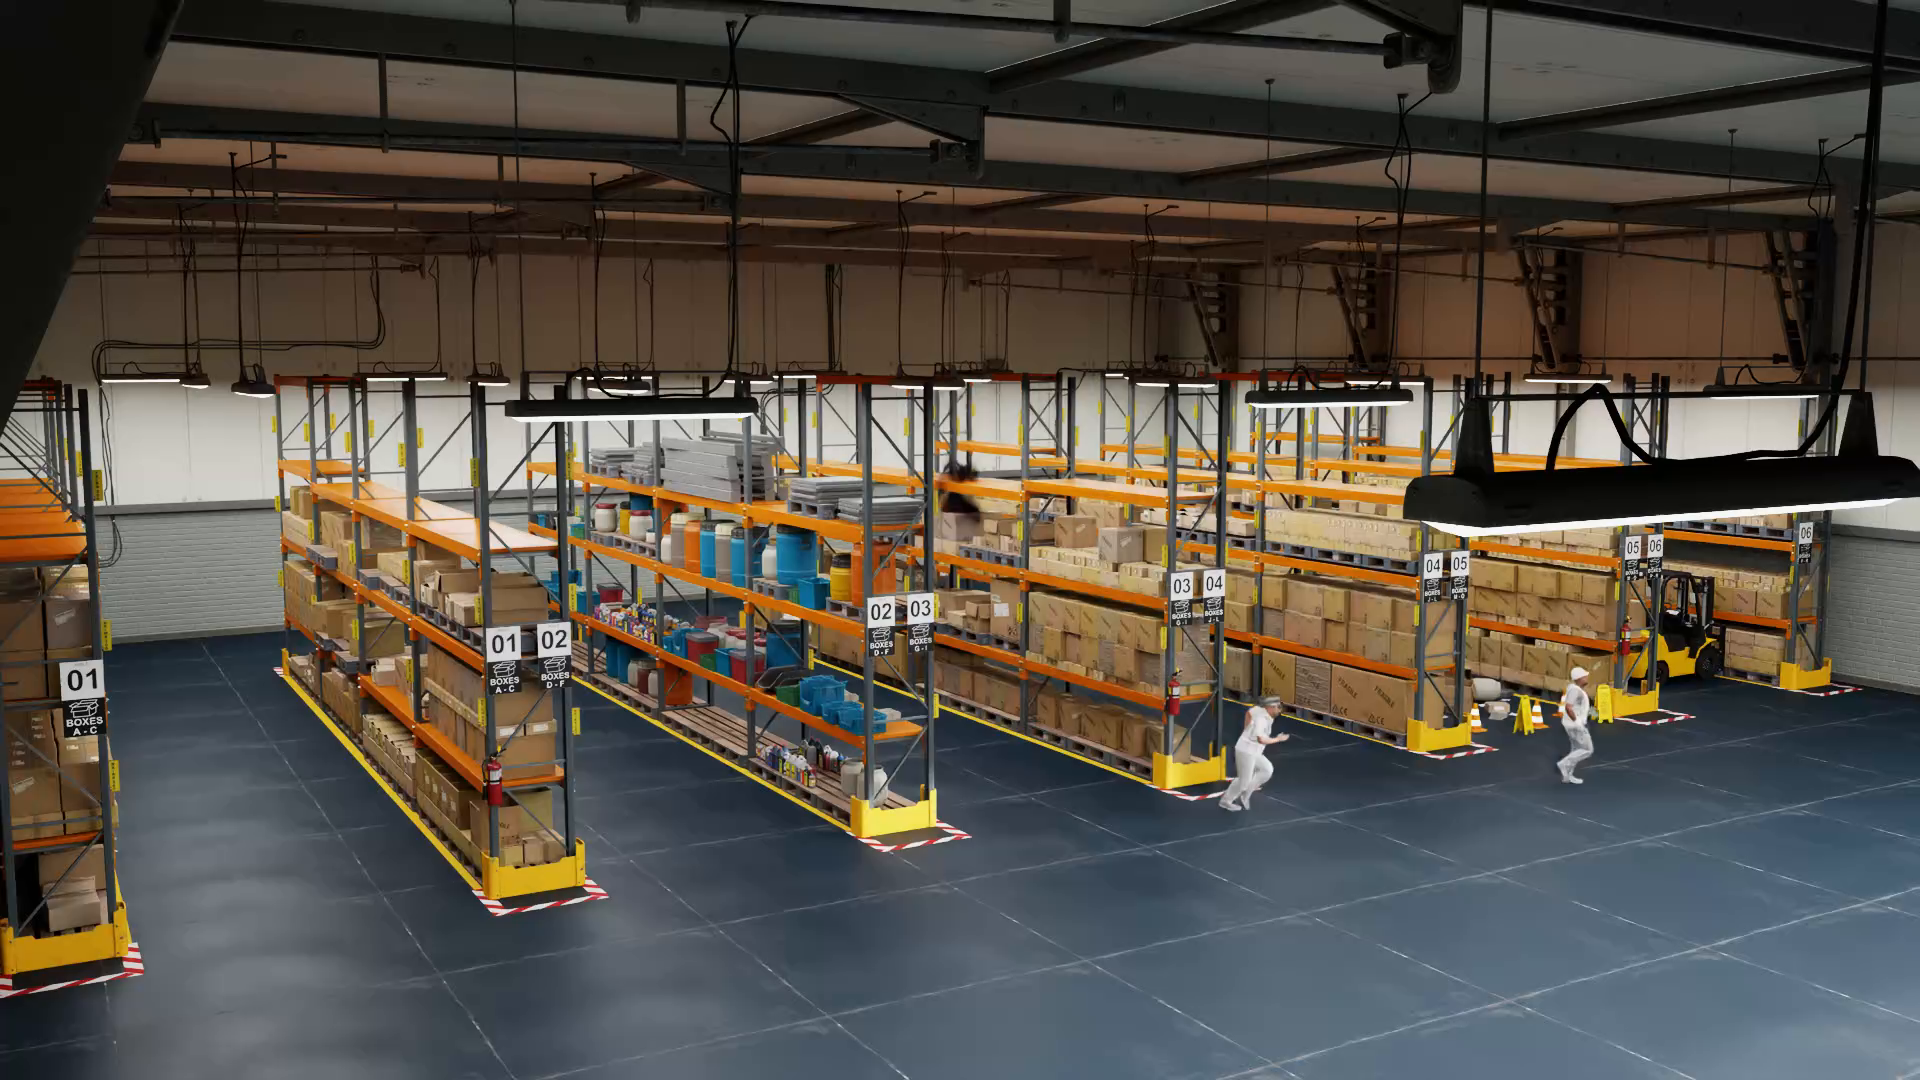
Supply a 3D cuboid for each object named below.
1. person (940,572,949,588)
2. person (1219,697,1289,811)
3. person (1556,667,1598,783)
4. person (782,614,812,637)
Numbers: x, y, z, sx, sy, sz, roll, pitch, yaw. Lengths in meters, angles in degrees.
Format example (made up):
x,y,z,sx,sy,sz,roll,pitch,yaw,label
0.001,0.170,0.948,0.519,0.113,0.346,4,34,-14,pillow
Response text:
x,y,z,sx,sy,sz,roll,pitch,yaw,label
-0.388,0.875,42.006,0.828,1.802,0.667,-1,6,-11,person
4.119,2.976,23.265,0.948,1.631,0.698,1,6,13,person
9.206,2.758,24.775,0.618,1.746,0.666,1,6,11,person
-2.980,1.889,30.424,0.620,1.712,0.731,-5,8,-36,person
